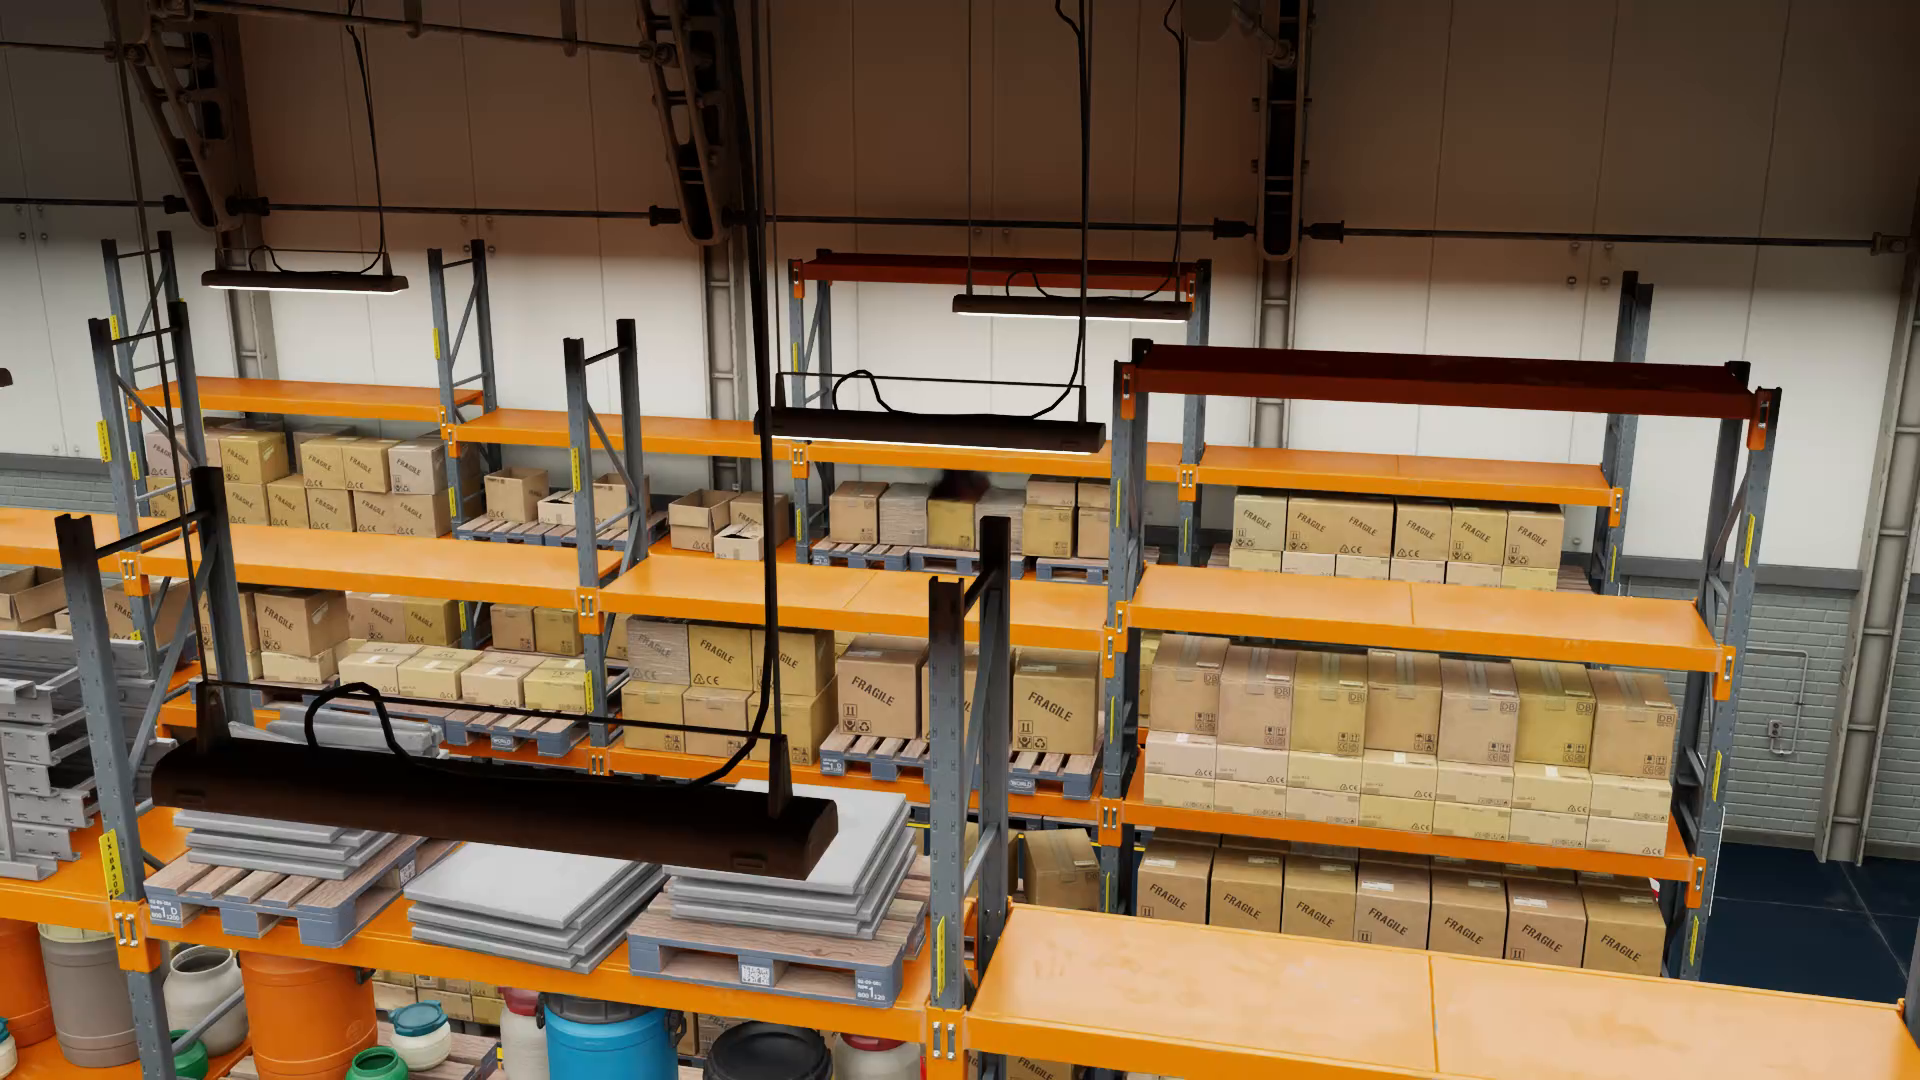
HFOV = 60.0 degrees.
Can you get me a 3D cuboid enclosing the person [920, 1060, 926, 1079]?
[{"bbox_3d":[-0.300,4.164,10.979,0.657,1.766,0.622,3,17,10],"label":"person"}]
